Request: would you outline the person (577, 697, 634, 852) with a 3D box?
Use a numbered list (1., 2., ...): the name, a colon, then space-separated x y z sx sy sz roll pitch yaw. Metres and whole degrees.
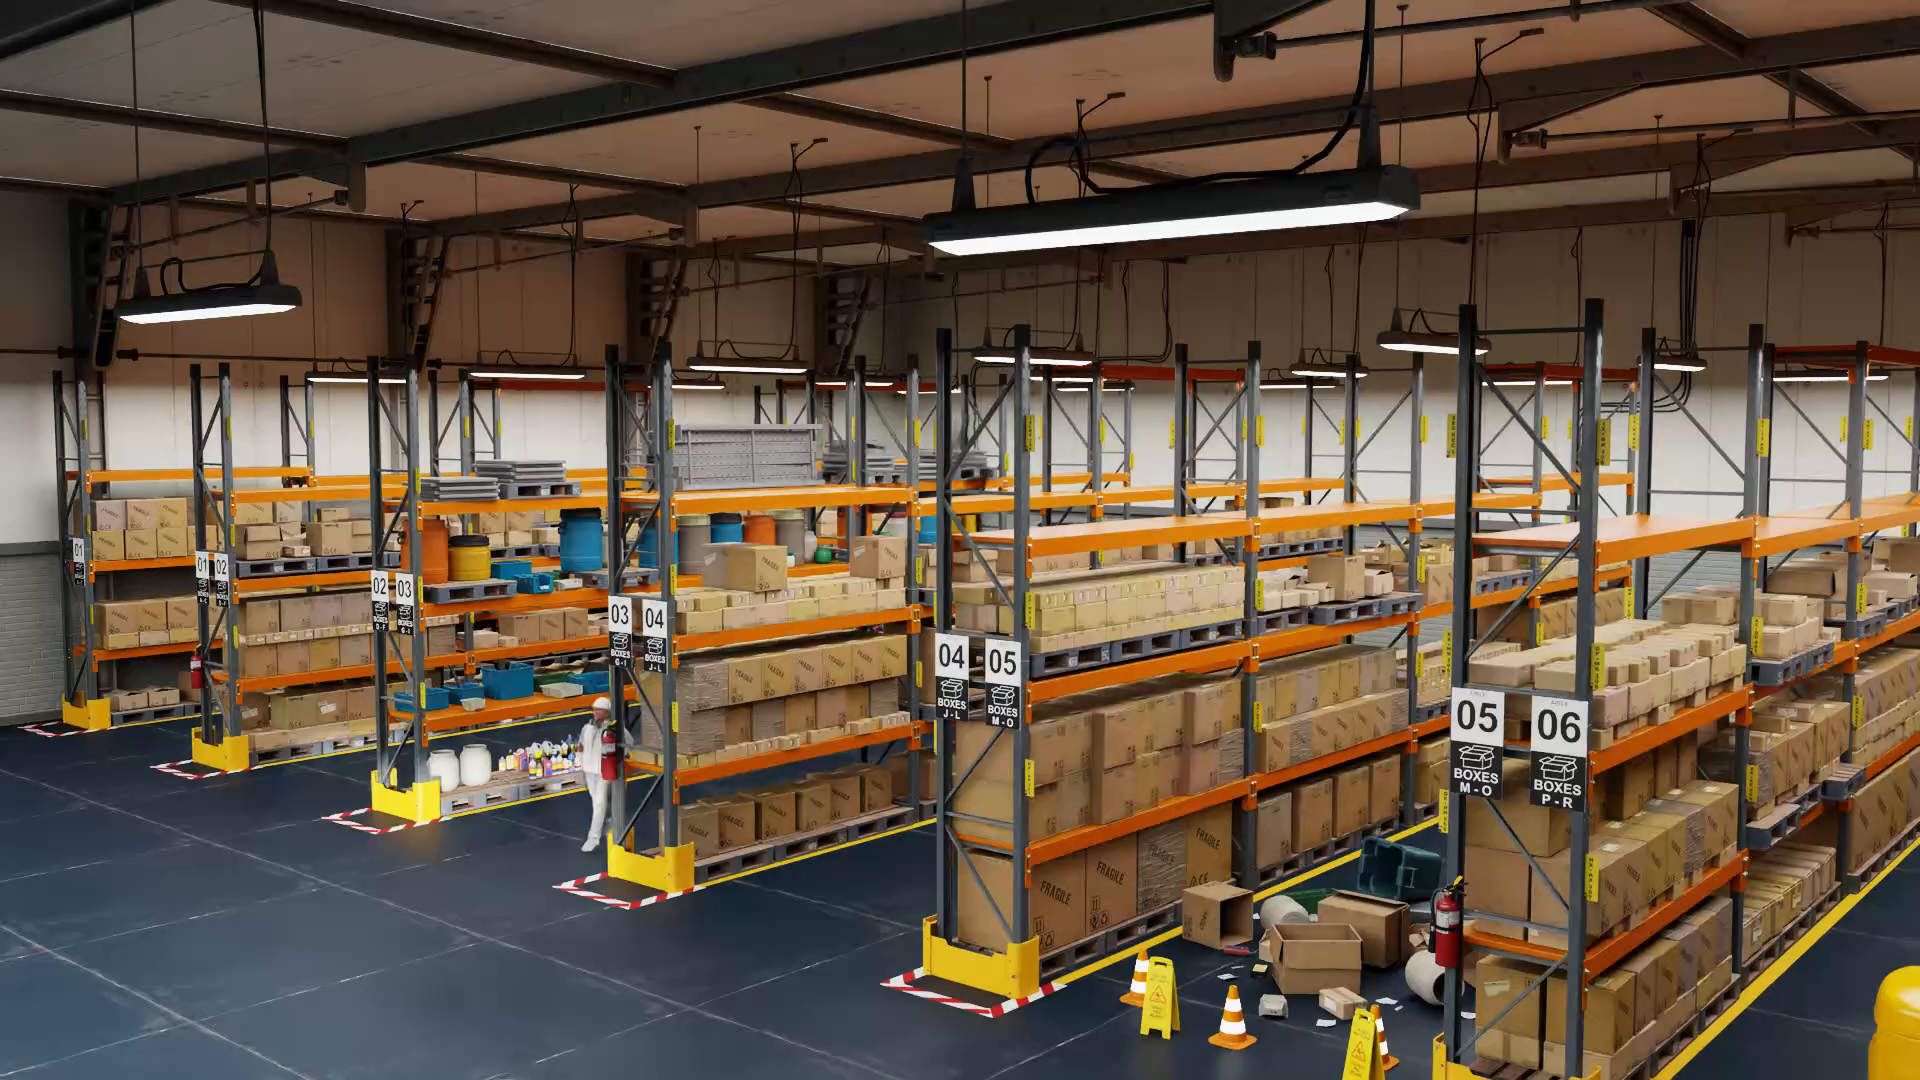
1. person: -4.357 2.796 20.147 0.659 1.776 0.903 2 5 24
